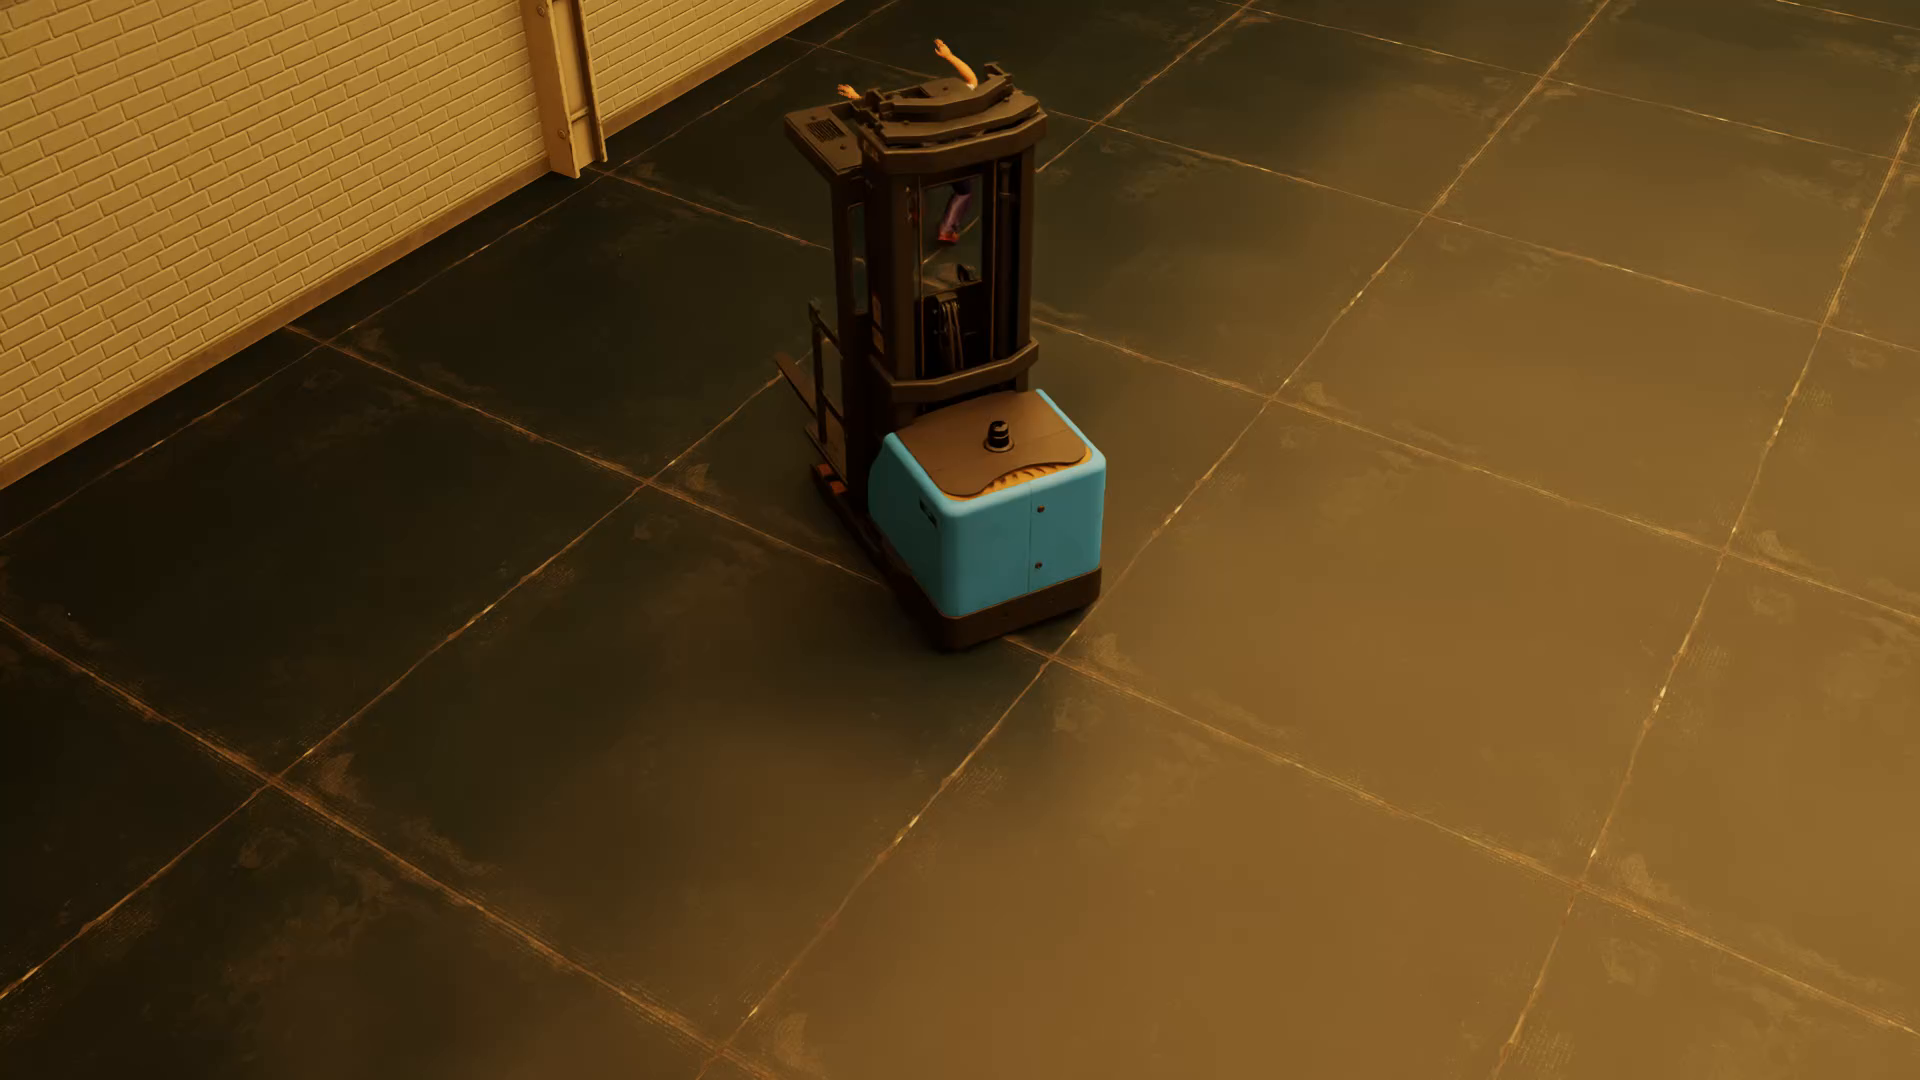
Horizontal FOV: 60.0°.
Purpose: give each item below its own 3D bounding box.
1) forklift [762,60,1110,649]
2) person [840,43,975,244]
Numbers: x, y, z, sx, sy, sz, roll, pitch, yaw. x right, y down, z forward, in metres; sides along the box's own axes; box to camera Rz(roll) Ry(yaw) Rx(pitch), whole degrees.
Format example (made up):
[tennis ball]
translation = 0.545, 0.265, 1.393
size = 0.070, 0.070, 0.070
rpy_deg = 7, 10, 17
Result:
[forklift]
translation = -0.319, -1.440, 9.666
size = 1.130, 2.935, 3.031
rpy_deg = -20, 44, -22
[person]
translation = -0.401, -3.029, 12.676
size = 1.026, 1.539, 0.796
rpy_deg = 0, 40, 1
